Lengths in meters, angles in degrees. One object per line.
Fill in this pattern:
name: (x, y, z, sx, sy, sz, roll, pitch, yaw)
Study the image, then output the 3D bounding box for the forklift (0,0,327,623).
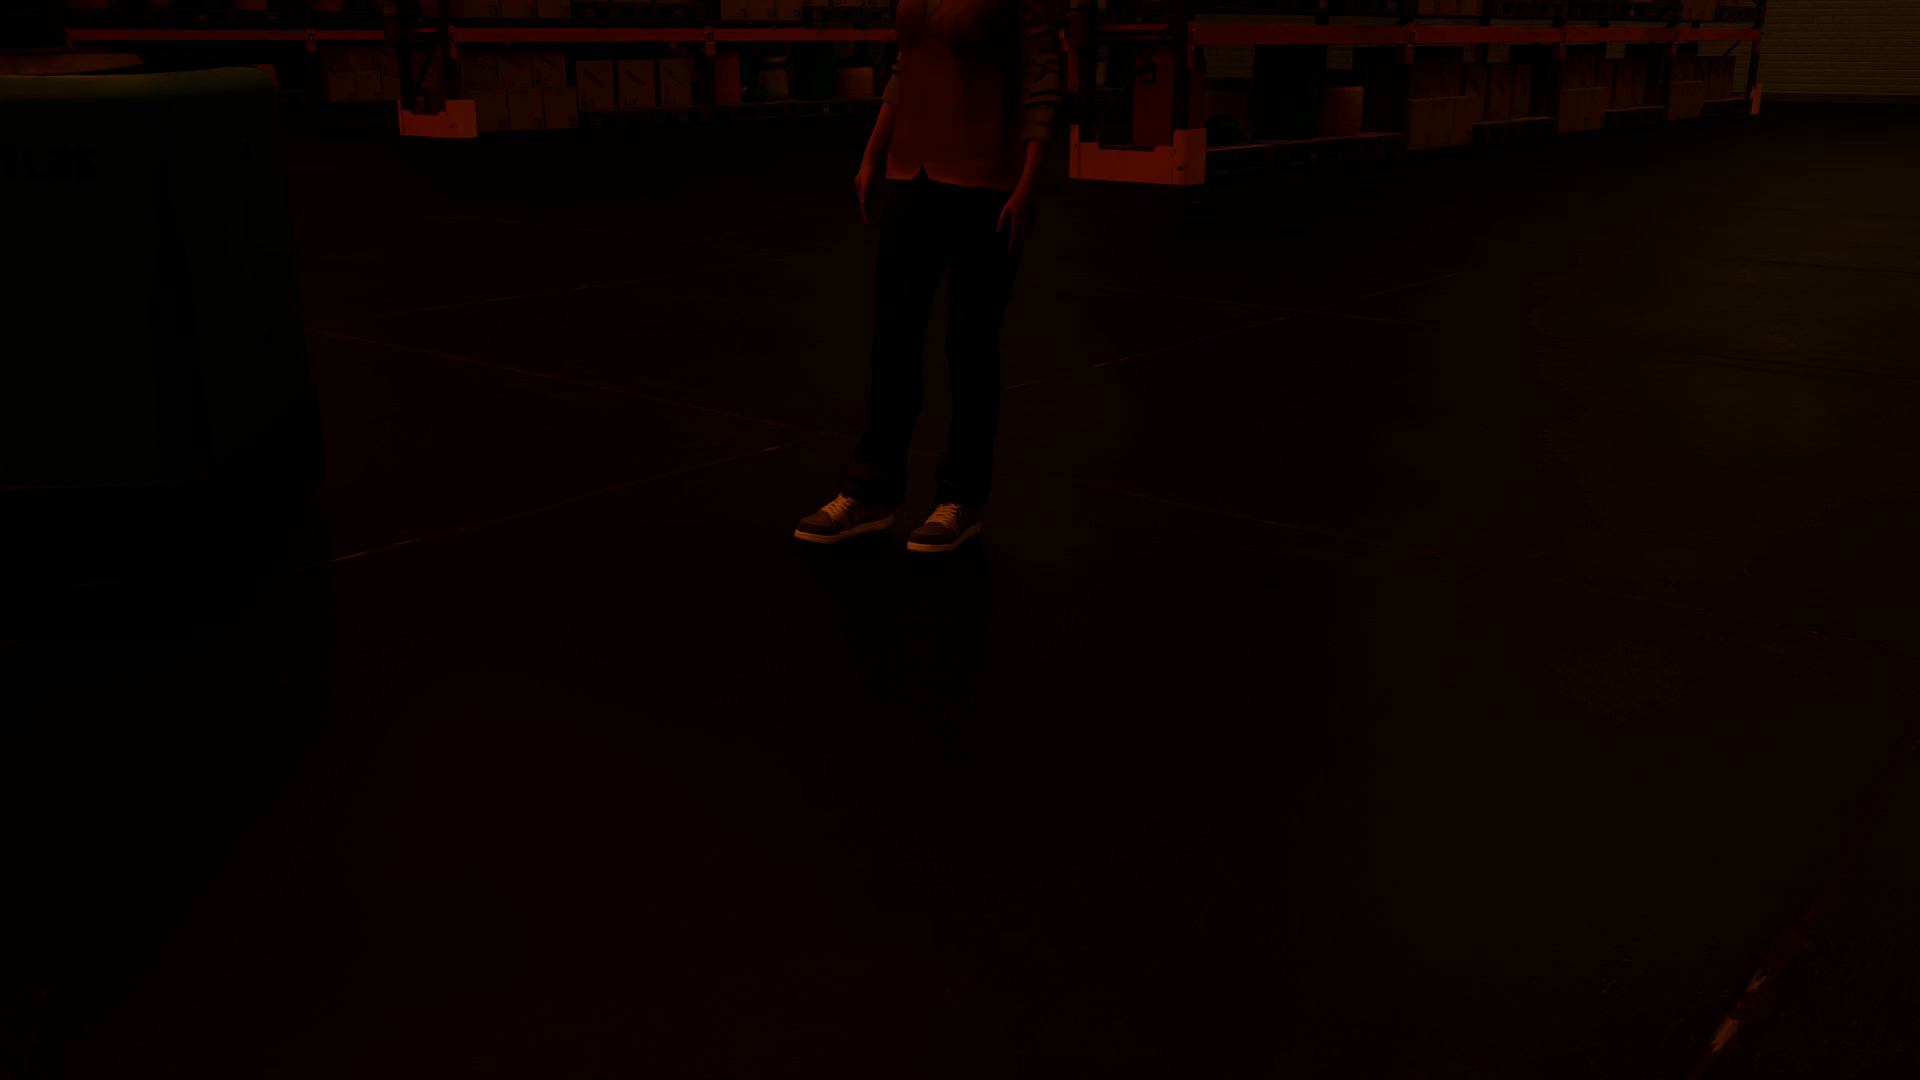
forklift: (-3.041, -1.305, 3.194, 3.031, 2.935, 1.130, -3, 17, -8)

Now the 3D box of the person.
person: (-0.059, -0.757, 3.661, 0.520, 1.599, 0.473, 13, 21, 37)
